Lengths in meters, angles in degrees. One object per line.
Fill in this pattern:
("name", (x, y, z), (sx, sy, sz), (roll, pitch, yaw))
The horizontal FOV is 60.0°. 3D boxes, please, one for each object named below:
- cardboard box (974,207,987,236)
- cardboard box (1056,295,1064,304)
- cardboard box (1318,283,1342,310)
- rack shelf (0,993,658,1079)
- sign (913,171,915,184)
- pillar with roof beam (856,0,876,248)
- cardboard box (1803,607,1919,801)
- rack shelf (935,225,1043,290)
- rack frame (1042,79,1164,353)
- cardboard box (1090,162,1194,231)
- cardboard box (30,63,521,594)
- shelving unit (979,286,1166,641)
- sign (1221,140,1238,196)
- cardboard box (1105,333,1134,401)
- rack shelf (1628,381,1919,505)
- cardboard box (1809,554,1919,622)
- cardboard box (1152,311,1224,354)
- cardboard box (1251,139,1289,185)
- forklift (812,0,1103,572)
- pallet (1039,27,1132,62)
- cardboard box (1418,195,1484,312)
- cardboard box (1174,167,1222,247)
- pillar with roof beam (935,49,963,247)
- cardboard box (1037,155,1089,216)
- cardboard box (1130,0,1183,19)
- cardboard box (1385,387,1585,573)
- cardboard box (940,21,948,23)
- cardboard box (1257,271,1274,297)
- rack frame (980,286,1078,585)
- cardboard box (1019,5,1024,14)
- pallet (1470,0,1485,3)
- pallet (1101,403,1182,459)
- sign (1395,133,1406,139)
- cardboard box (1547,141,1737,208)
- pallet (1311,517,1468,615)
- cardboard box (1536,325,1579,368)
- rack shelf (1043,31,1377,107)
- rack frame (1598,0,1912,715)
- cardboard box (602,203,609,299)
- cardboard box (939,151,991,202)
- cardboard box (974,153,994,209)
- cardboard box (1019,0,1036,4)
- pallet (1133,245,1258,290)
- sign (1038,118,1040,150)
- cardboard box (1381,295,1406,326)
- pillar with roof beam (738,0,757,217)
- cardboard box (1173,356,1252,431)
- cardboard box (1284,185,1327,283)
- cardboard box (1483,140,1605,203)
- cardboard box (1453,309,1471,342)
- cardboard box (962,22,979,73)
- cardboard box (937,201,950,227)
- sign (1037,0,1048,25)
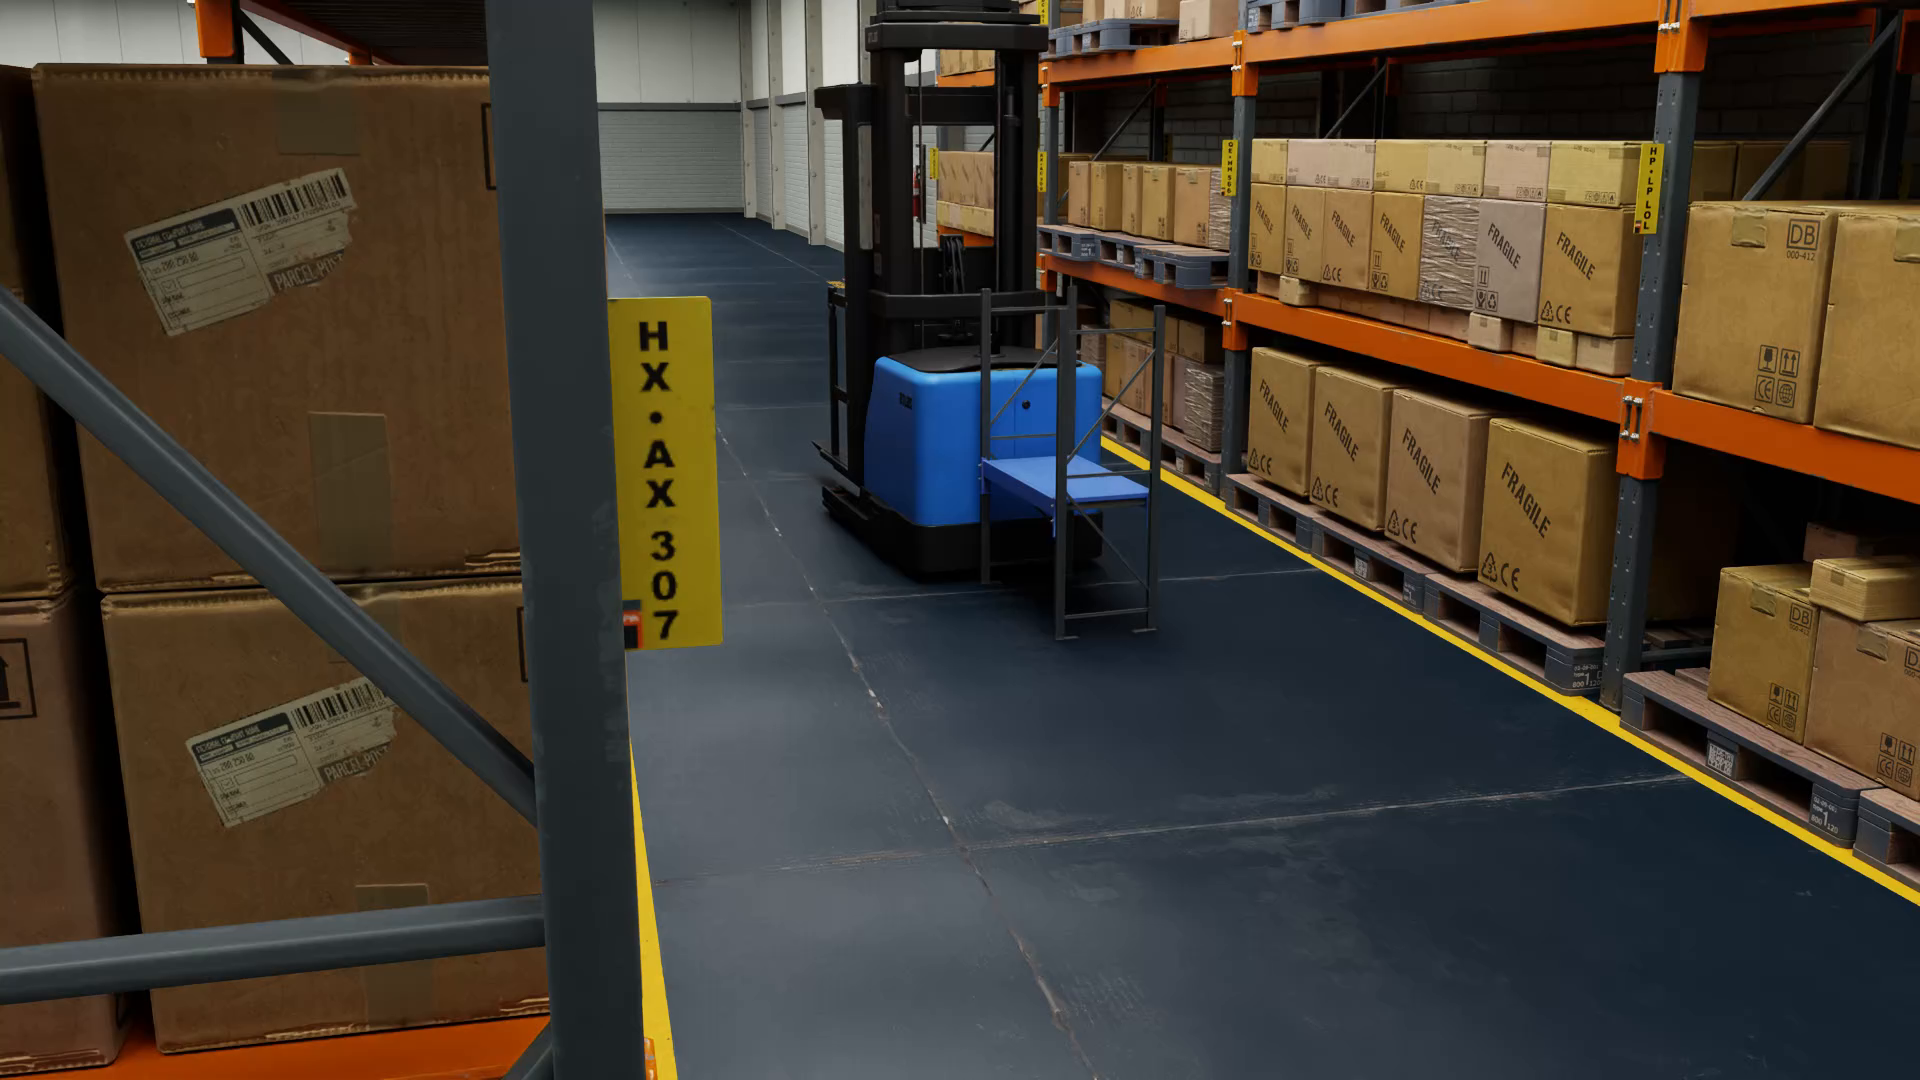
("cardboard box", (0.429, -3.028, 15.773), (0.500, 0.250, 0.500), (-3, 14, -13))
("cardboard box", (0.590, -2.106, 16.067), (0.700, 0.500, 0.500), (-4, 14, -17))
("cardboard box", (2.198, -1.352, 9.129), (0.380, 0.149, 0.250), (-3, 14, -14))
("rack shelf", (-1.269, 0.281, 3.471), (1.077, 0.370, 4.000), (-3, 14, -13))
("sign", (-0.720, -5.568, 25.824), (0.001, 0.329, 0.234), (-3, 14, -13))
("pillar with roof beam", (-5.741, -8.904, 26.912), (9.100, 9.000, 0.400), (-3, 14, -13))
("cardboard box", (3.266, 0.498, 5.450), (0.700, 0.500, 0.500), (-3, 14, -14))
("rack shelf", (0.727, -2.764, 15.935), (1.077, 0.370, 4.000), (-3, 14, -13))
("rack frame", (1.196, -2.652, 13.961), (1.000, 3.000, 0.127), (-3, 14, -13))
("cardboard box", (1.407, -2.666, 12.880), (0.700, 0.500, 0.500), (-2, 14, -7))
("cardboard box", (-0.647, -0.258, 1.845), (0.500, 0.500, 0.500), (-3, 14, -11))
("shelving unit", (0.505, -0.405, 7.925), (0.538, 1.500, 1.048), (-5, 14, -18))
("sign", (1.611, -2.221, 9.924), (0.100, 0.325, 0.005), (-3, 14, -13))
("cardboard box", (1.556, -1.366, 13.038), (0.700, 0.500, 0.500), (-4, 14, -14))
("rack shelf", (3.545, 0.004, 4.604), (1.077, 0.370, 4.000), (-3, 14, -13))
("cardboard box", (3.054, 0.156, 5.483), (0.380, 0.149, 0.250), (-3, 14, -11))
("cardboard box", (1.717, -1.509, 12.045), (0.500, 0.250, 0.500), (-3, 14, -13))
("cardboard box", (1.999, -2.170, 9.531), (0.500, 0.250, 0.500), (-3, 14, -12))
("forklift", (-0.197, -1.564, 9.653), (1.130, 2.935, 3.031), (-5, 14, -18))
("pallet", (1.238, -3.869, 13.020), (1.213, 0.211, 1.003), (-3, 14, -13))
("cardboard box", (2.483, -1.335, 7.692), (0.500, 0.500, 0.500), (-3, 14, -13))
("cardboard box", (1.858, -2.227, 11.083), (0.700, 0.500, 0.500), (-5, 14, -18))
("pillar with roof beam", (-4.332, -7.520, 21.246), (9.100, 9.000, 0.400), (-3, 14, -13))
("cardboard box", (0.785, -3.045, 14.264), (0.500, 0.500, 0.500), (-3, 14, -13))
("cardboard box", (1.537, -3.947, 11.845), (0.500, 0.500, 0.500), (-4, 14, -15))
("cardboard box", (2.585, -0.314, 8.035), (0.750, 0.750, 0.750), (-3, 14, -11))
("cardboard box", (0.111, -5.473, 16.830), (0.500, 0.500, 0.500), (-4, 14, -17))
("cardboard box", (1.988, -1.528, 9.848), (0.380, 0.149, 0.250), (-3, 14, -14))
("rack frame", (0.344, -0.520, 8.394), (0.500, 1.500, 0.032), (-5, 14, -18))
("cardboard box", (0.731, -4.387, 14.492), (0.500, 0.500, 0.500), (-5, 14, -18))
("pallet", (2.812, -2.379, 6.929), (0.805, 0.209, 1.217), (-4, 14, -15))
("pallet", (1.671, -0.836, 12.403), (1.003, 0.211, 1.213), (-3, 14, -13))
("sign", (2.675, -2.323, 10.177), (0.100, 0.325, 0.005), (-3, 14, -13))
("cardboard box", (2.717, -1.467, 6.651), (0.500, 0.250, 0.500), (-3, 14, -12))
("pallet", (2.531, 0.092, 8.604), (1.003, 0.211, 1.213), (-3, 14, -13))
("cardboard box", (2.638, -0.813, 6.922), (0.380, 0.149, 0.250), (-3, 14, -12))
("rack shelf", (1.666, -3.298, 11.802), (1.077, 0.370, 4.000), (-3, 14, -13))
("rack frame", (3.075, -0.806, 6.407), (1.000, 3.000, 0.127), (-3, 14, -13))
("cardboard box", (-1.633, -0.904, 5.710), (0.700, 0.500, 0.500), (-9, 16, -32))
("cardboard box", (0.077, -3.749, 17.146), (0.500, 0.500, 0.500), (-3, 14, -13))
("cardboard box", (0.431, -3.396, 15.703), (0.500, 0.500, 0.500), (-3, 14, -11))
("cardboard box", (0.815, -4.754, 13.884), (0.500, 0.500, 0.500), (-5, 14, -18))
("pallet", (1.865, -1.794, 10.856), (1.213, 0.211, 1.003), (-3, 14, -13))
("sign", (0.801, -4.317, 17.671), (0.100, 0.325, 0.005), (-3, 14, -13))
("cardboard box", (2.359, -1.175, 8.402), (0.380, 0.149, 0.250), (-3, 14, -13))
("pillar with roof beam", (-9.968, -13.057, 43.908), (9.100, 9.000, 0.400), (-3, 14, -13))
("cardboard box", (1.908, -1.017, 11.610), (0.700, 0.500, 0.500), (-3, 14, -13))
("cardboard box", (2.115, -1.684, 9.121), (0.500, 0.500, 0.500), (-3, 14, -11))
("cardboard box", (2.606, -1.585, 7.136), (0.500, 0.250, 0.500), (-3, 14, -12))
("cardboard box", (2.509, -0.993, 7.659), (0.380, 0.149, 0.250), (-3, 14, -13))
("cardboard box", (0.310, -4.754, 15.991), (0.500, 0.500, 0.500), (-3, 14, -11))
("cardboard box", (0.063, -3.381, 17.221), (0.500, 0.250, 0.500), (-4, 14, -15))
("sign", (0.671, -4.328, 13.413), (0.100, 0.325, 0.005), (-3, 14, -13))
